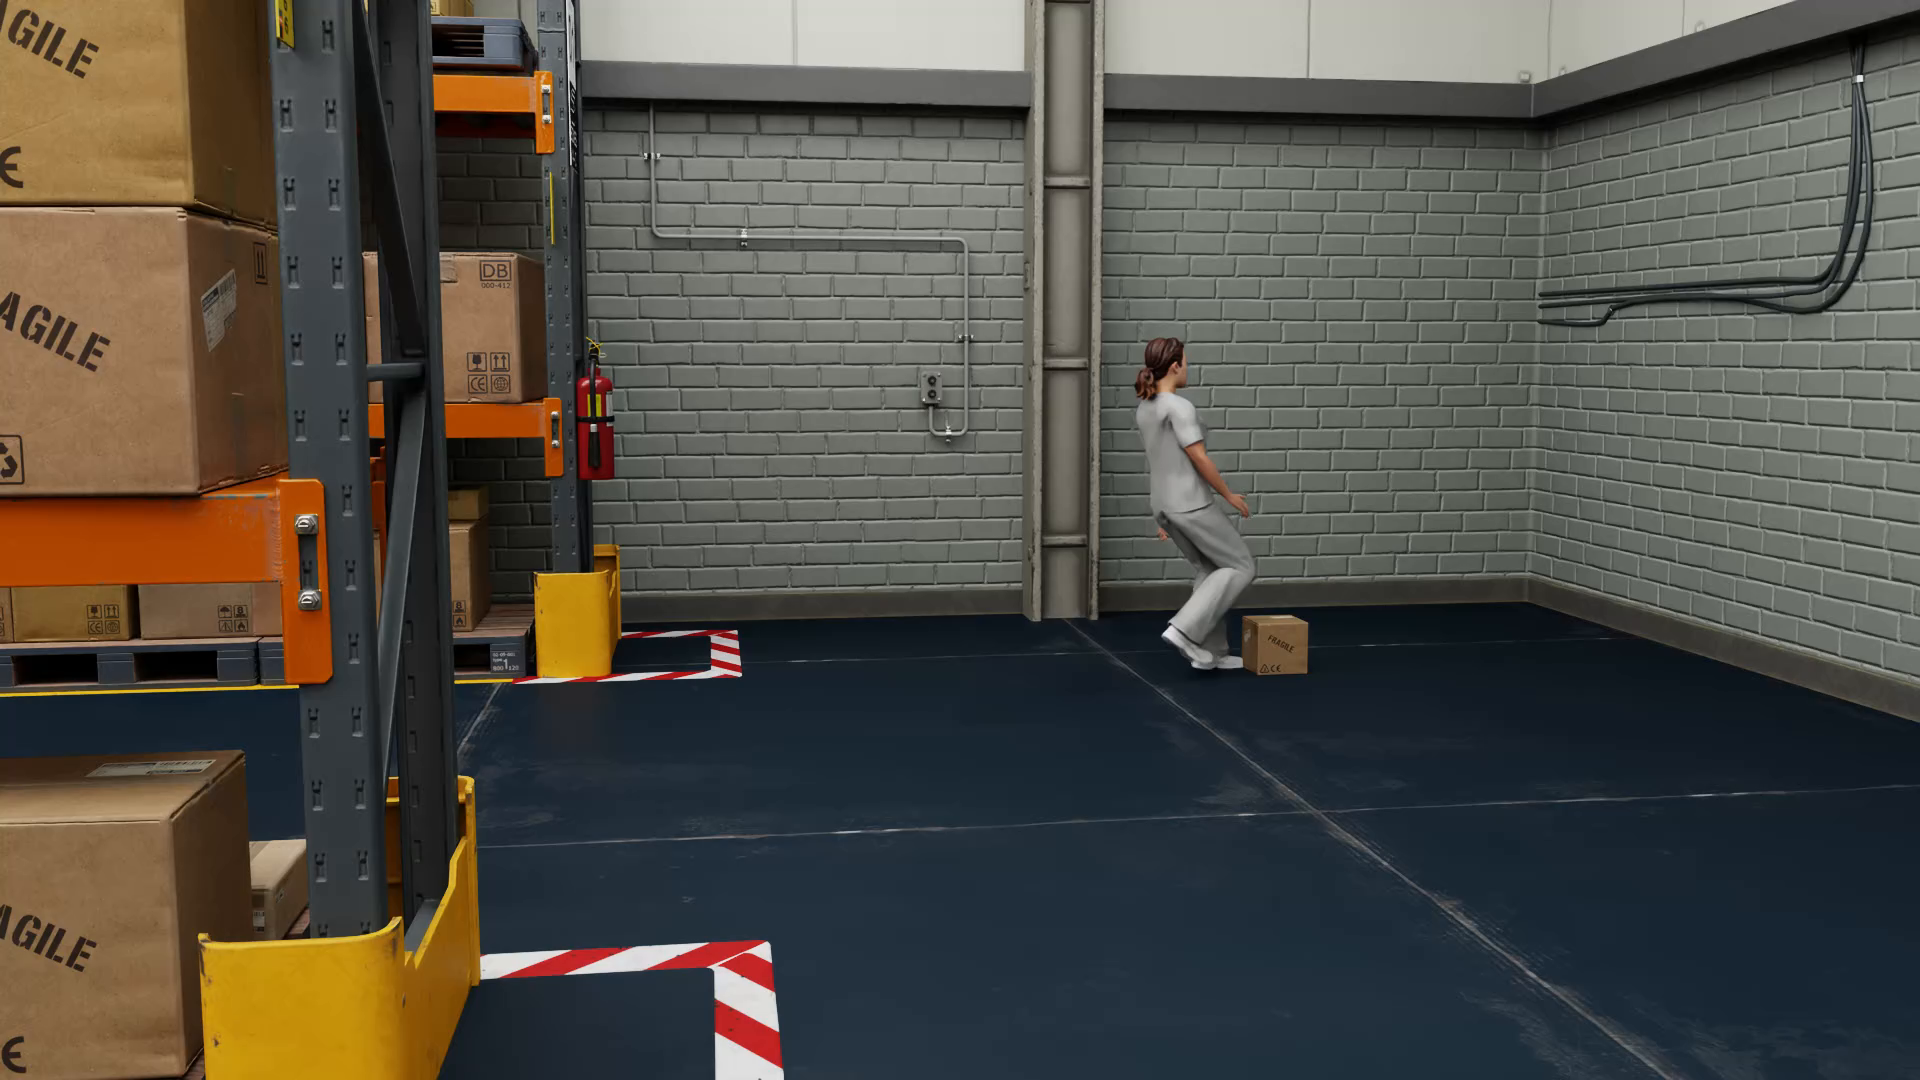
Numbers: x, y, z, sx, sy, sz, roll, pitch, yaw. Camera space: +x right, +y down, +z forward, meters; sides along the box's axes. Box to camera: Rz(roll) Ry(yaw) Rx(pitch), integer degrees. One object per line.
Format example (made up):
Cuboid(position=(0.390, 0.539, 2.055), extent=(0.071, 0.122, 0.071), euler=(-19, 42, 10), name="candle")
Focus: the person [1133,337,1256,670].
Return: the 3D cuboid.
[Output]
Cuboid(position=(1.129, -0.156, 7.973), extent=(0.638, 1.619, 0.460), euler=(-3, 7, -21), name="person")
